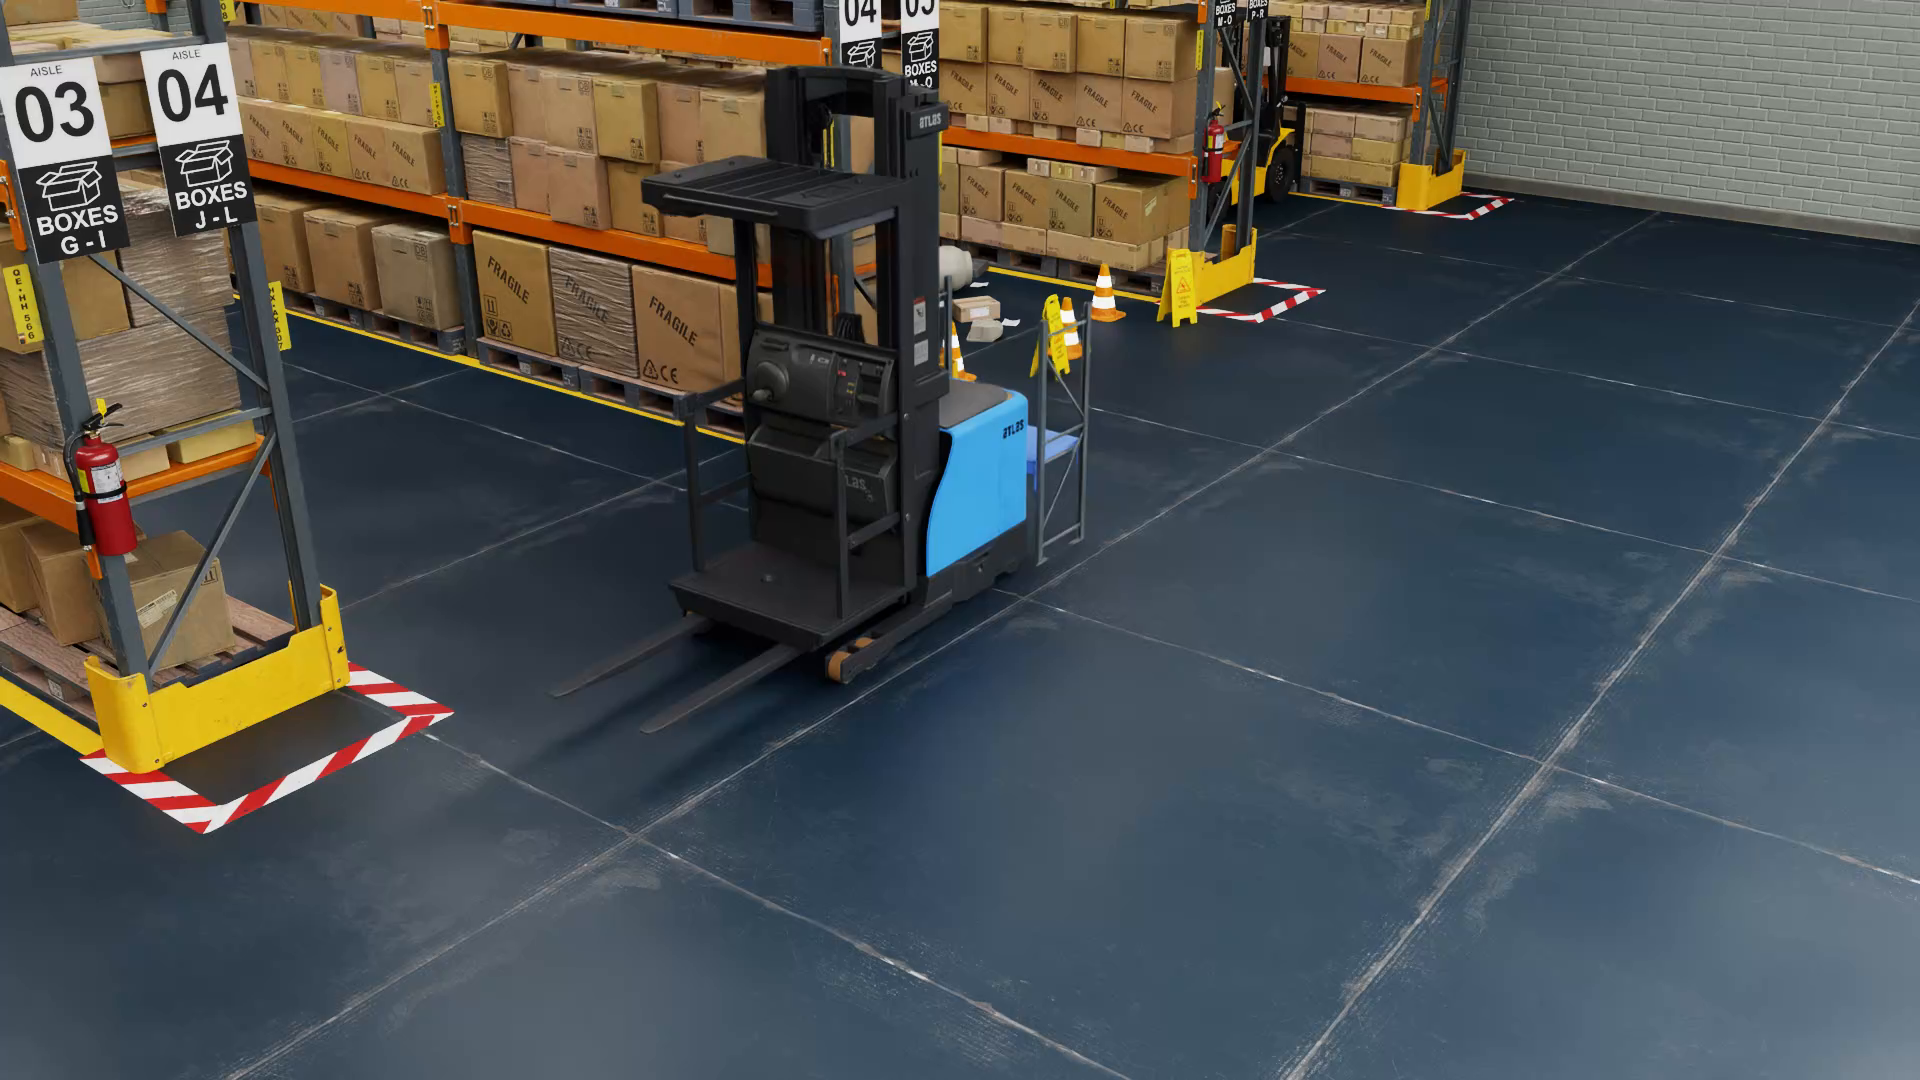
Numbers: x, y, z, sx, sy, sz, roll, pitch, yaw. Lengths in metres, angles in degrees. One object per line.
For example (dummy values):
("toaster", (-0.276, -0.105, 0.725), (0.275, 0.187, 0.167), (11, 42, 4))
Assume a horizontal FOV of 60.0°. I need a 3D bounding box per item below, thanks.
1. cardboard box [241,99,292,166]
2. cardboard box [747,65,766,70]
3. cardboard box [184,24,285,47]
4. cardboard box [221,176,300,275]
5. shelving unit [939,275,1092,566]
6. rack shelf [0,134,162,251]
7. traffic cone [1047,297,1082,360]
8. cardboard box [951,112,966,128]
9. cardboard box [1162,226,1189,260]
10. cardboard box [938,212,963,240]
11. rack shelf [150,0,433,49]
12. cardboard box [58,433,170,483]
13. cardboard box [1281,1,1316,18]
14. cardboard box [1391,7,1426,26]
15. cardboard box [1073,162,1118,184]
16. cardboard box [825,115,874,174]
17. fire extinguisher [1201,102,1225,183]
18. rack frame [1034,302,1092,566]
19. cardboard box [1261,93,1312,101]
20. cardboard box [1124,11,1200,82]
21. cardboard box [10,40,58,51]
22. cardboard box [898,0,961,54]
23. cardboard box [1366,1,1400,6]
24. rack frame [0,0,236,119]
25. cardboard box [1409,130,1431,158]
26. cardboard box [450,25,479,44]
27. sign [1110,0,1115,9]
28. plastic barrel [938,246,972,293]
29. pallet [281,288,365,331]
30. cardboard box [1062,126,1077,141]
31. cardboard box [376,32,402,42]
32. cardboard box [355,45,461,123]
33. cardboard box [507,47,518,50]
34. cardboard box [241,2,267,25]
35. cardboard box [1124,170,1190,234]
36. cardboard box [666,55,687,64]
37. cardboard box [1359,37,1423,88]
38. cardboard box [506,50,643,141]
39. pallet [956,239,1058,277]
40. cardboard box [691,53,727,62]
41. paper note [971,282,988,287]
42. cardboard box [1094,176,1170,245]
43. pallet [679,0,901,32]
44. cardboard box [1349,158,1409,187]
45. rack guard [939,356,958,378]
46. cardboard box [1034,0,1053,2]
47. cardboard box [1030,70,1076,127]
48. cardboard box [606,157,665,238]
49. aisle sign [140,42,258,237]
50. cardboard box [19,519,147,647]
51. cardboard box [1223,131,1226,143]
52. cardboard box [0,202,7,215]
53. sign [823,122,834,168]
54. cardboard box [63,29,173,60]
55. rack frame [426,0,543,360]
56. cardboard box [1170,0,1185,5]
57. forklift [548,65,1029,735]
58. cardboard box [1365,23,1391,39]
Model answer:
("cardboard box", (-5.888, -3.597, 14.570), (0.500, 0.500, 0.500), (17, 29, 33))
("cardboard box", (-2.020, -4.939, 17.529), (0.250, 0.149, 0.380), (17, 29, 34))
("cardboard box", (-6.544, -4.383, 15.112), (0.500, 0.500, 0.700), (17, 29, 33))
("cardboard box", (-6.464, -2.977, 15.557), (0.750, 0.750, 1.050), (16, 29, 33))
("shelving unit", (0.197, -0.741, 10.071), (1.048, 1.500, 0.538), (17, 29, 33))
("rack shelf", (-5.152, -2.008, 8.259), (4.000, 0.370, 1.077), (17, 29, 33))
("traffic cone", (0.880, -1.765, 13.681), (0.334, 0.463, 0.336), (17, 29, 33))
("cardboard box", (0.124, -4.126, 16.207), (0.250, 0.149, 0.380), (17, 29, 33))
("cardboard box", (1.912, -2.896, 15.992), (0.500, 0.250, 0.500), (17, 29, 33))
("cardboard box", (-0.065, -3.224, 16.736), (0.500, 0.250, 0.500), (19, 30, 36))
("rack shelf", (-5.297, -4.551, 14.030), (4.000, 0.370, 1.077), (17, 29, 33))
("cardboard box", (-3.903, -0.368, 7.677), (0.250, 0.149, 0.380), (17, 29, 33))
("cardboard box", (3.871, -6.054, 18.973), (0.250, 0.149, 0.380), (17, 29, 34))
("cardboard box", (4.953, -5.778, 18.346), (0.250, 0.149, 0.380), (17, 29, 33))
("cardboard box", (1.260, -3.429, 15.466), (0.250, 0.149, 0.380), (18, 29, 35))
("cardboard box", (-0.770, -2.722, 11.181), (0.550, 0.550, 0.875), (17, 29, 33))
("fire extinguisher", (2.207, -3.466, 14.493), (0.183, 0.674, 0.296), (17, 29, 33))
("rack frame", (0.605, -0.618, 9.793), (0.032, 1.500, 0.500), (17, 29, 33))
("cardboard box", (3.893, -5.219, 20.025), (0.500, 0.250, 0.500), (16, 28, 32))
("cardboard box", (1.852, -4.371, 14.716), (0.500, 0.500, 0.700), (16, 28, 32))
("cardboard box", (-4.099, -2.034, 7.118), (0.250, 0.149, 0.380), (16, 28, 32))
("cardboard box", (-0.191, -4.978, 16.094), (0.500, 0.500, 0.700), (17, 29, 34))
("cardboard box", (4.816, -6.043, 18.947), (0.250, 0.149, 0.380), (17, 29, 34))
("rack frame", (-3.552, -3.226, 6.411), (0.127, 3.000, 1.000), (17, 29, 33))
("cardboard box", (5.114, -4.624, 19.293), (0.500, 0.250, 0.500), (17, 29, 34))
("cardboard box", (-5.800, -6.173, 20.107), (0.500, 0.250, 0.500), (16, 28, 32))
("sign", (1.847, -6.564, 20.089), (0.005, 0.325, 0.100), (17, 29, 33))
("plastic barrel", (-0.169, -2.510, 15.422), (0.512, 0.421, 0.421), (-5, 24, -12))
("pallet", (-5.340, -2.205, 14.992), (1.213, 0.211, 1.003), (17, 29, 33))
("cardboard box", (1.158, -3.839, 15.554), (0.250, 0.149, 0.380), (17, 29, 34))
("cardboard box", (-7.017, -6.320, 21.059), (0.500, 0.250, 0.500), (16, 28, 32))
("cardboard box", (-4.510, -3.769, 13.720), (0.500, 0.500, 0.700), (16, 29, 32))
("cardboard box", (-4.988, -5.701, 19.655), (0.500, 0.250, 0.500), (17, 29, 34))
("cardboard box", (-9.382, -7.142, 22.615), (0.500, 0.500, 0.500), (17, 29, 33))
("cardboard box", (1.893, -3.245, 15.854), (0.500, 0.500, 0.500), (16, 28, 32))
("cardboard box", (-3.016, -5.285, 18.315), (0.250, 0.149, 0.380), (19, 30, 36))
("cardboard box", (4.815, -5.360, 18.572), (0.500, 0.500, 0.500), (16, 28, 32))
("cardboard box", (-2.912, -3.391, 12.700), (0.550, 0.550, 0.875), (17, 29, 33))
("pallet", (0.730, -2.923, 16.623), (1.213, 0.211, 1.003), (17, 29, 33))
("cardboard box", (-2.543, -5.430, 17.839), (0.500, 0.500, 0.500), (16, 28, 31))
("paper note", (0.183, -2.415, 15.694), (0.148, 0.019, 0.142), (7, 25, 15))
("cardboard box", (1.594, -3.065, 15.445), (0.500, 0.500, 0.500), (17, 29, 34))
("pallet", (-1.096, -3.565, 11.010), (1.213, 0.211, 1.003), (17, 29, 33))
("cardboard box", (4.800, -4.226, 19.010), (0.500, 0.250, 0.500), (17, 29, 34))
("rack guard", (-0.477, -0.907, 11.688), (0.348, 0.500, 1.175), (17, 29, 33))
("cardboard box", (1.087, -6.755, 20.932), (0.250, 0.149, 0.380), (16, 28, 32))
("cardboard box", (0.996, -4.147, 15.449), (0.500, 0.500, 0.500), (17, 29, 33))
("cardboard box", (-2.095, -2.617, 12.283), (0.500, 0.550, 0.875), (17, 29, 33))
("aisle sign", (-3.322, -1.752, 7.282), (0.004, 0.787, 0.394), (17, 29, 33))
("cardboard box", (-4.540, 0.181, 8.698), (0.500, 0.500, 0.500), (-17, 29, -34))
("cardboard box", (2.244, -3.712, 15.266), (0.250, 0.149, 0.380), (17, 29, 33))
("cardboard box", (-4.543, -1.292, 7.730), (0.500, 0.500, 0.500), (17, 29, 33))
("sign", (-0.833, -2.523, 10.526), (0.005, 0.325, 0.100), (17, 29, 33))
("cardboard box", (-3.783, -2.202, 7.499), (0.250, 0.149, 0.380), (18, 29, 34))
("rack frame", (-3.697, -3.024, 13.393), (0.127, 3.000, 1.000), (17, 29, 33))
("cardboard box", (2.715, -6.461, 19.896), (0.250, 0.149, 0.380), (16, 29, 32))
("forklift", (-0.850, -0.820, 8.477), (1.130, 2.935, 3.031), (16, 28, 31))
("cardboard box", (4.698, -5.669, 18.467), (0.250, 0.149, 0.380), (17, 29, 34))
